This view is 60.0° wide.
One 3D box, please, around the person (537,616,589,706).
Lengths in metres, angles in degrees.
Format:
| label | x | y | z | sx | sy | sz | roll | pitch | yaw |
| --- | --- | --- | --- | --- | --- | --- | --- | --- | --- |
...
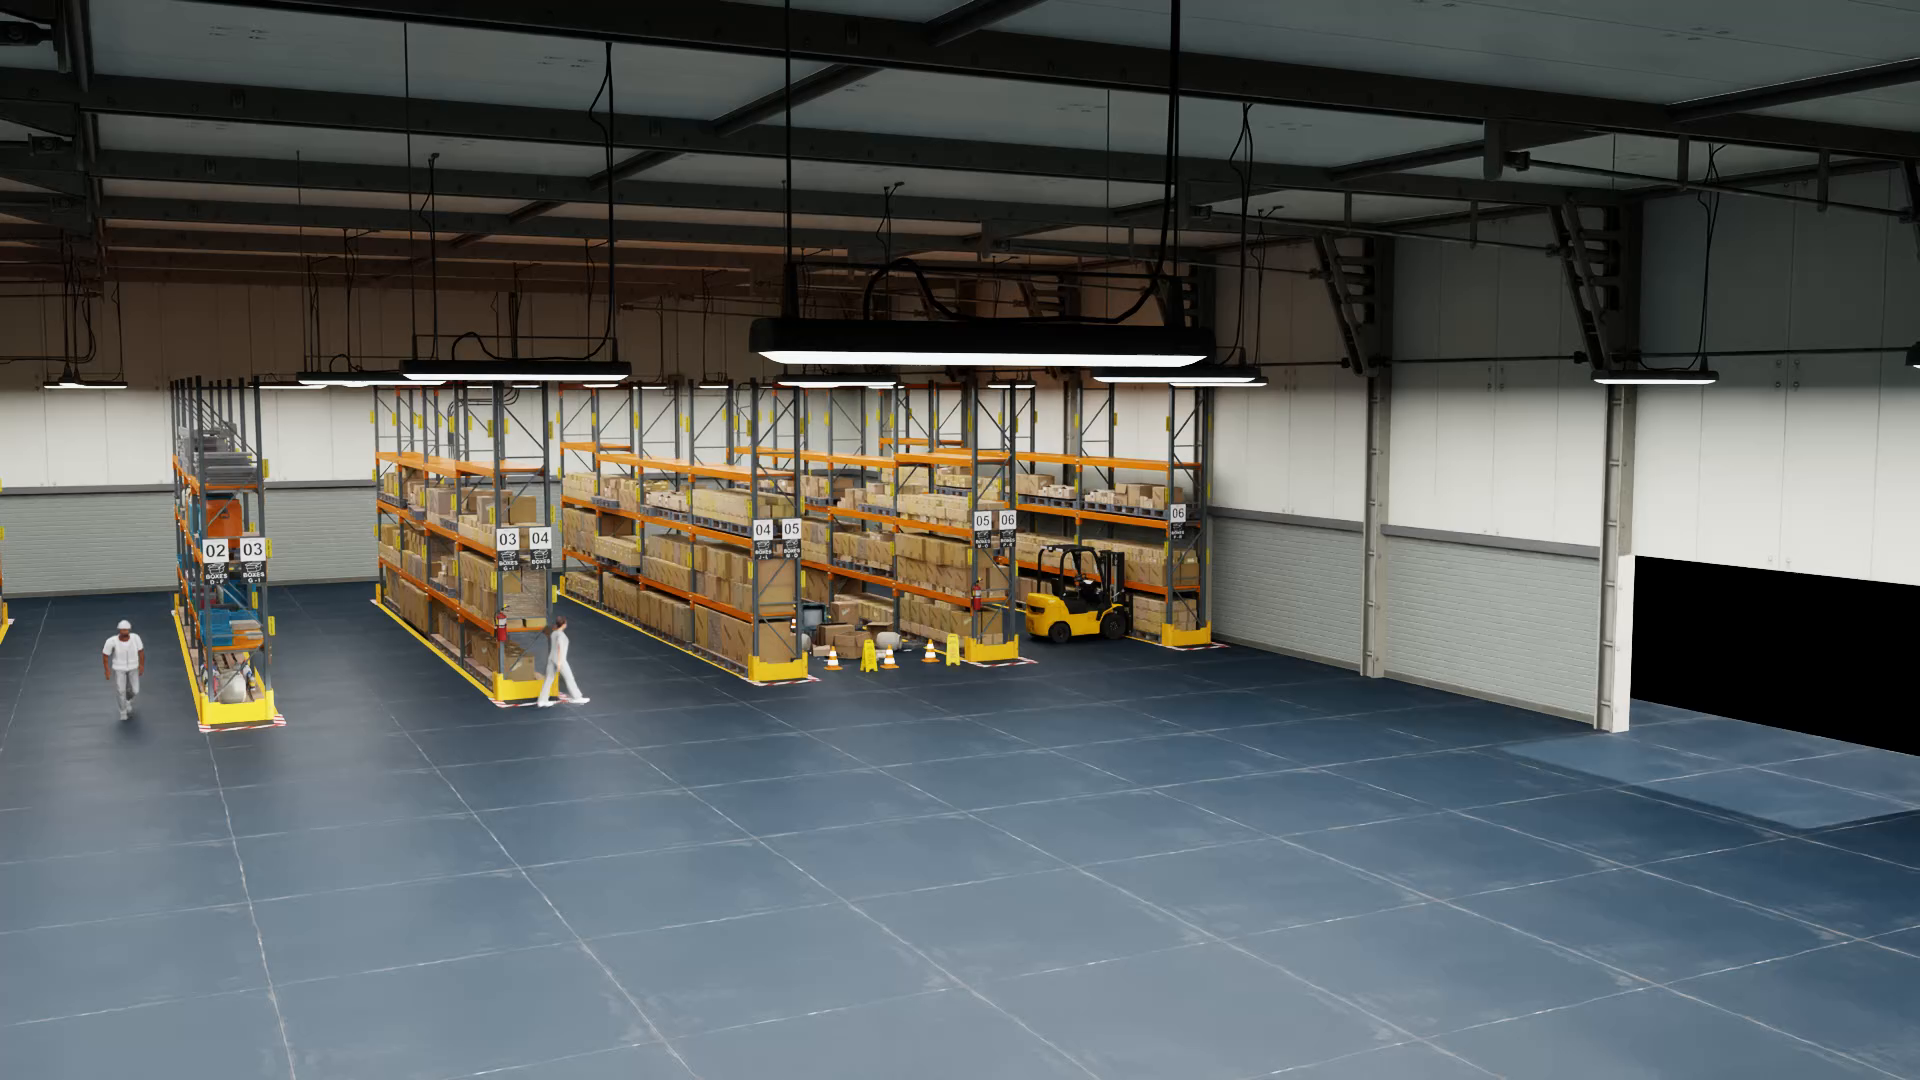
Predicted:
| label | x | y | z | sx | sy | sz | roll | pitch | yaw |
| --- | --- | --- | --- | --- | --- | --- | --- | --- | --- |
| person | -7.281 | 2.194 | 30.345 | 0.961 | 1.608 | 0.487 | -5 | 7 | -42 |

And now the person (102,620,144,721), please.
| label | x | y | z | sx | sy | sz | roll | pitch | yaw |
| --- | --- | --- | --- | --- | --- | --- | --- | --- | --- |
| person | -14.709 | 2.263 | 29.234 | 0.659 | 1.743 | 0.656 | -4 | 7 | -40 |
